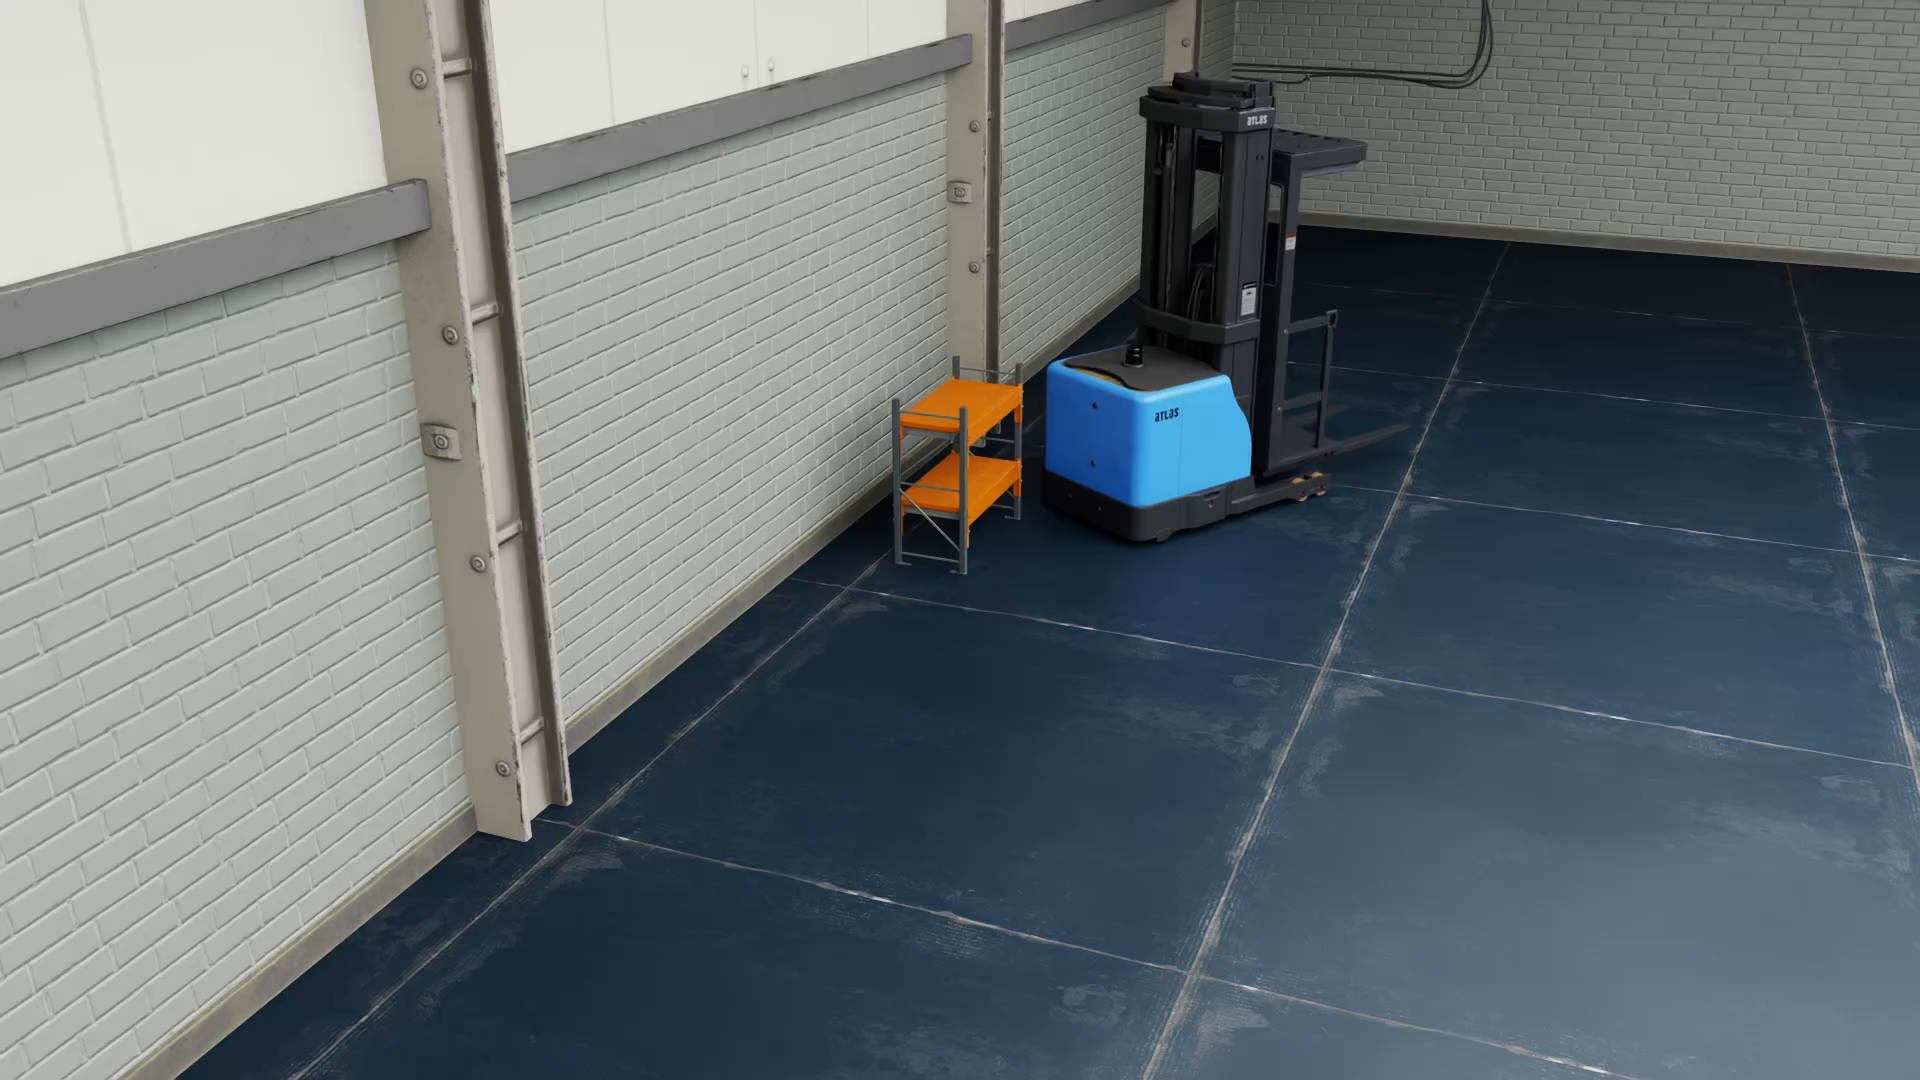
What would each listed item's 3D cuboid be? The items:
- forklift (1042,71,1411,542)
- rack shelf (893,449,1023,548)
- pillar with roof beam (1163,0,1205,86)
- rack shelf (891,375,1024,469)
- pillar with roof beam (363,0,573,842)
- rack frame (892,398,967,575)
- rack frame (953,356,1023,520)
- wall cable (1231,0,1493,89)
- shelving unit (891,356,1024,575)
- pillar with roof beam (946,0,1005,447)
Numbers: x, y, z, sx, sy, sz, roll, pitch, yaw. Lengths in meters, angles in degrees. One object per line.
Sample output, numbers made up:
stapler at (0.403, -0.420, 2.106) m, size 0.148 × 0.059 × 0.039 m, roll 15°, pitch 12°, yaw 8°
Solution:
forklift at (2.061, -1.774, 11.695) m, size 3.031 × 2.935 × 1.130 m, roll -16°, pitch 28°, yaw -34°
rack shelf at (-0.003, -0.291, 11.122) m, size 0.538 × 0.278 × 1.000 m, roll 9°, pitch 24°, yaw 20°
pillar with roof beam at (6.336, -6.499, 15.132) m, size 9.100 × 9.000 × 0.400 m, roll 9°, pitch 24°, yaw 20°
rack shelf at (-0.003, -0.787, 10.915) m, size 0.538 × 0.278 × 1.000 m, roll 9°, pitch 24°, yaw 20°
pillar with roof beam at (1.879, -2.204, 4.852) m, size 9.100 × 9.000 × 0.400 m, roll 9°, pitch 24°, yaw 20°
rack frame at (-0.191, -0.335, 10.592) m, size 0.500 × 1.125 × 0.032 m, roll 9°, pitch 24°, yaw 20°
rack frame at (0.186, -0.699, 11.463) m, size 0.500 × 1.125 × 0.032 m, roll 9°, pitch 24°, yaw 20°
wall cable at (4.661, -6.547, 19.277) m, size 3.097 × 2.526 × 0.112 m, roll 9°, pitch 24°, yaw 20°
shelving unit at (-0.003, -0.517, 11.027) m, size 0.538 × 1.125 × 1.048 m, roll 9°, pitch 24°, yaw 20°
pillar with roof beam at (4.108, -4.351, 9.992) m, size 9.100 × 9.000 × 0.400 m, roll 9°, pitch 24°, yaw 20°
